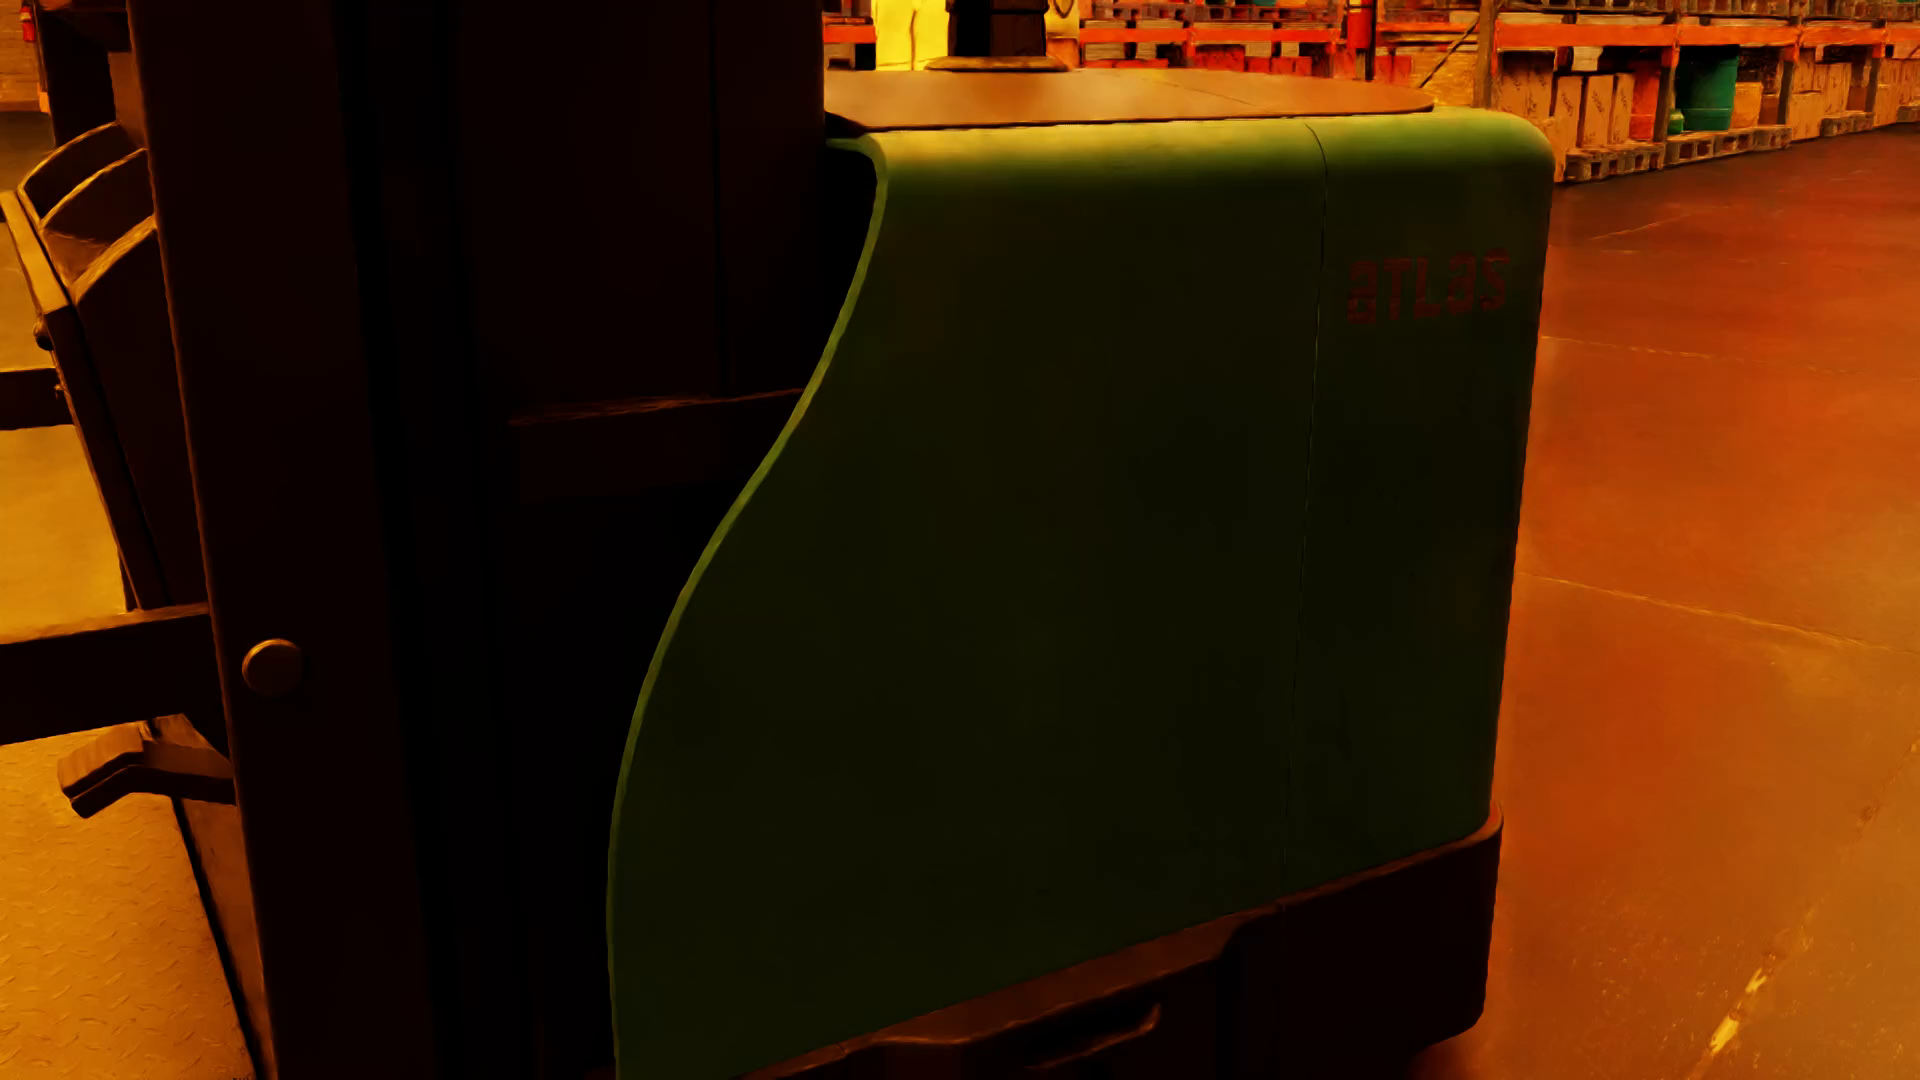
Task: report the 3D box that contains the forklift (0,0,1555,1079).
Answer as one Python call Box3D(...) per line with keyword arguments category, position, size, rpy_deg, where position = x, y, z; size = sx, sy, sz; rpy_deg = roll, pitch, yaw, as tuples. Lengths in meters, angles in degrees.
Box3D(category="forklift", position=(-0.921, -0.702, 1.209), size=(3.031, 2.935, 1.130), rpy_deg=(-10, 19, -29))

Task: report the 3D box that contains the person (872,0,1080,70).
Box3D(category="person", position=(-0.066, -0.792, 3.655), size=(0.598, 1.669, 0.529), rpy_deg=(13, 21, 37))
